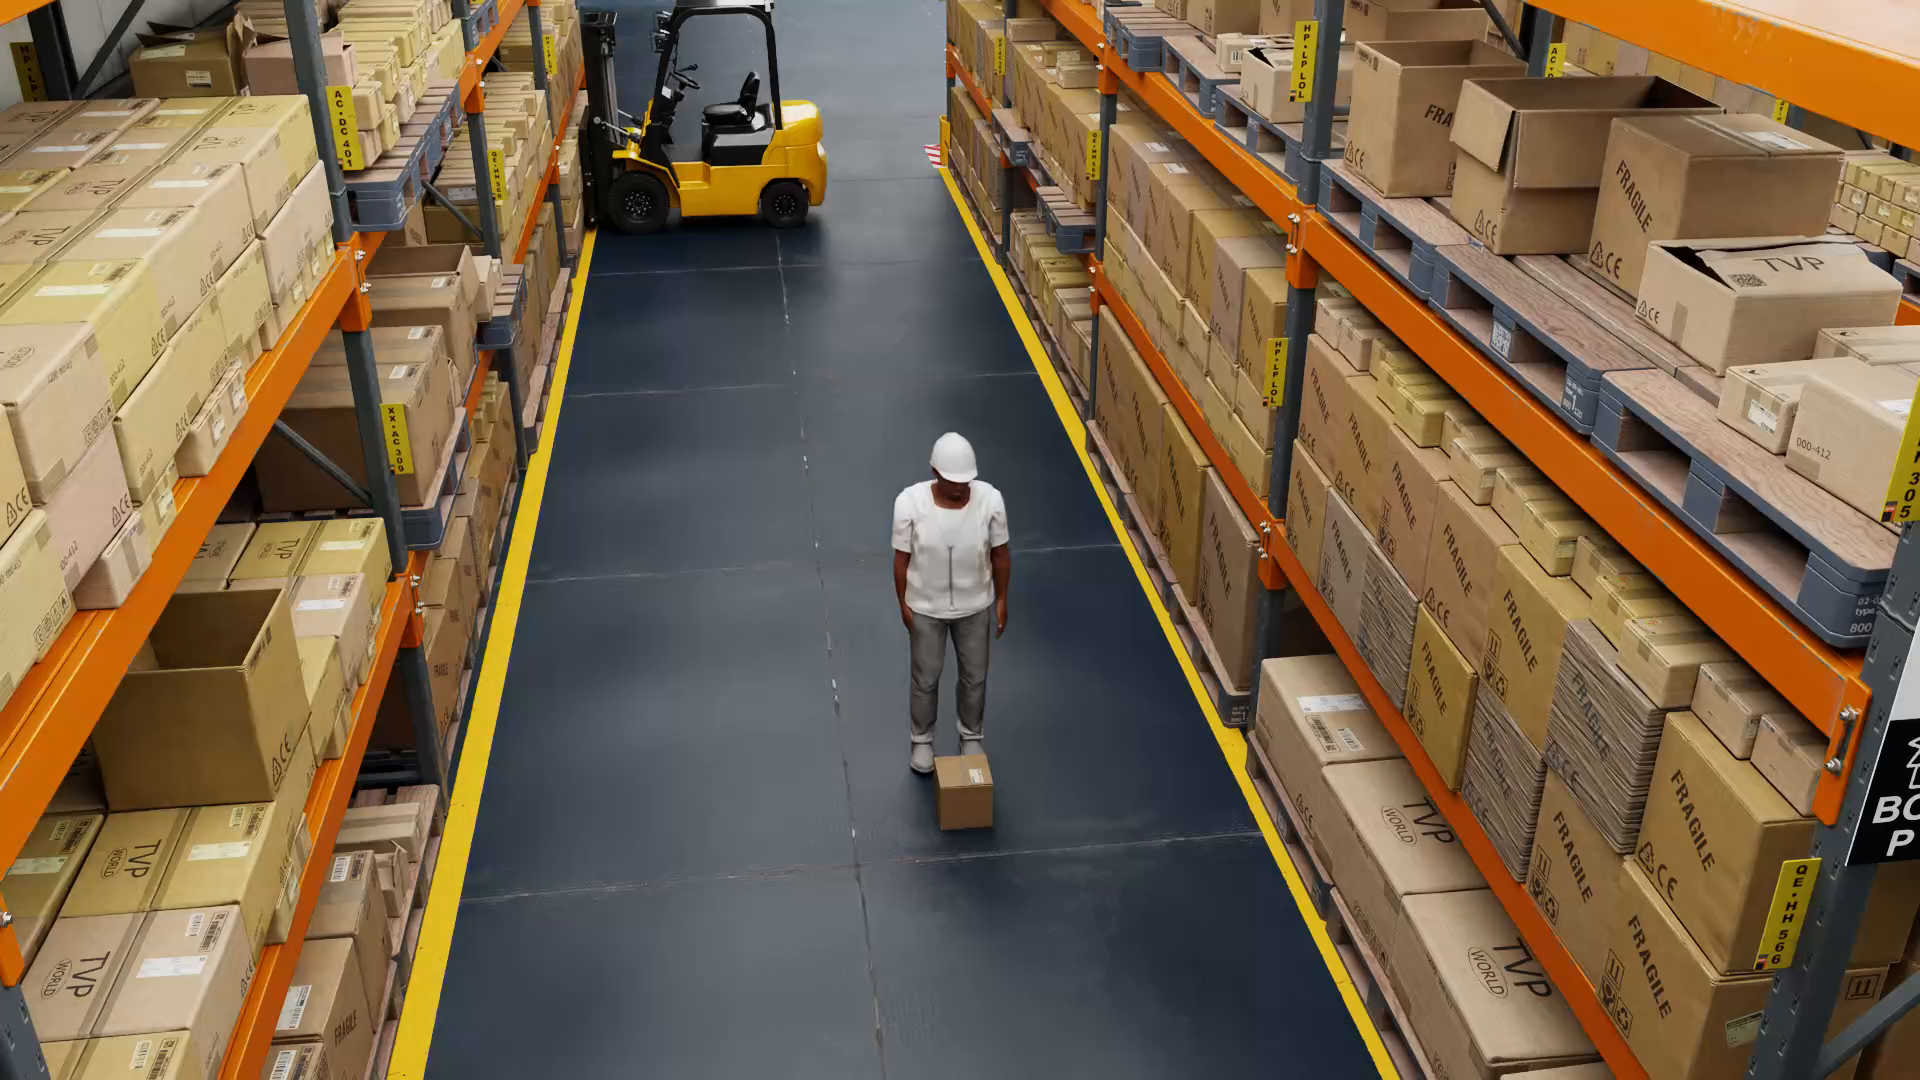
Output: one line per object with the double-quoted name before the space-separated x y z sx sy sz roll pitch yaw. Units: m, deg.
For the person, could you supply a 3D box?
"person" -0.037 0.300 8.004 0.566 1.762 0.363 -3 27 -6
